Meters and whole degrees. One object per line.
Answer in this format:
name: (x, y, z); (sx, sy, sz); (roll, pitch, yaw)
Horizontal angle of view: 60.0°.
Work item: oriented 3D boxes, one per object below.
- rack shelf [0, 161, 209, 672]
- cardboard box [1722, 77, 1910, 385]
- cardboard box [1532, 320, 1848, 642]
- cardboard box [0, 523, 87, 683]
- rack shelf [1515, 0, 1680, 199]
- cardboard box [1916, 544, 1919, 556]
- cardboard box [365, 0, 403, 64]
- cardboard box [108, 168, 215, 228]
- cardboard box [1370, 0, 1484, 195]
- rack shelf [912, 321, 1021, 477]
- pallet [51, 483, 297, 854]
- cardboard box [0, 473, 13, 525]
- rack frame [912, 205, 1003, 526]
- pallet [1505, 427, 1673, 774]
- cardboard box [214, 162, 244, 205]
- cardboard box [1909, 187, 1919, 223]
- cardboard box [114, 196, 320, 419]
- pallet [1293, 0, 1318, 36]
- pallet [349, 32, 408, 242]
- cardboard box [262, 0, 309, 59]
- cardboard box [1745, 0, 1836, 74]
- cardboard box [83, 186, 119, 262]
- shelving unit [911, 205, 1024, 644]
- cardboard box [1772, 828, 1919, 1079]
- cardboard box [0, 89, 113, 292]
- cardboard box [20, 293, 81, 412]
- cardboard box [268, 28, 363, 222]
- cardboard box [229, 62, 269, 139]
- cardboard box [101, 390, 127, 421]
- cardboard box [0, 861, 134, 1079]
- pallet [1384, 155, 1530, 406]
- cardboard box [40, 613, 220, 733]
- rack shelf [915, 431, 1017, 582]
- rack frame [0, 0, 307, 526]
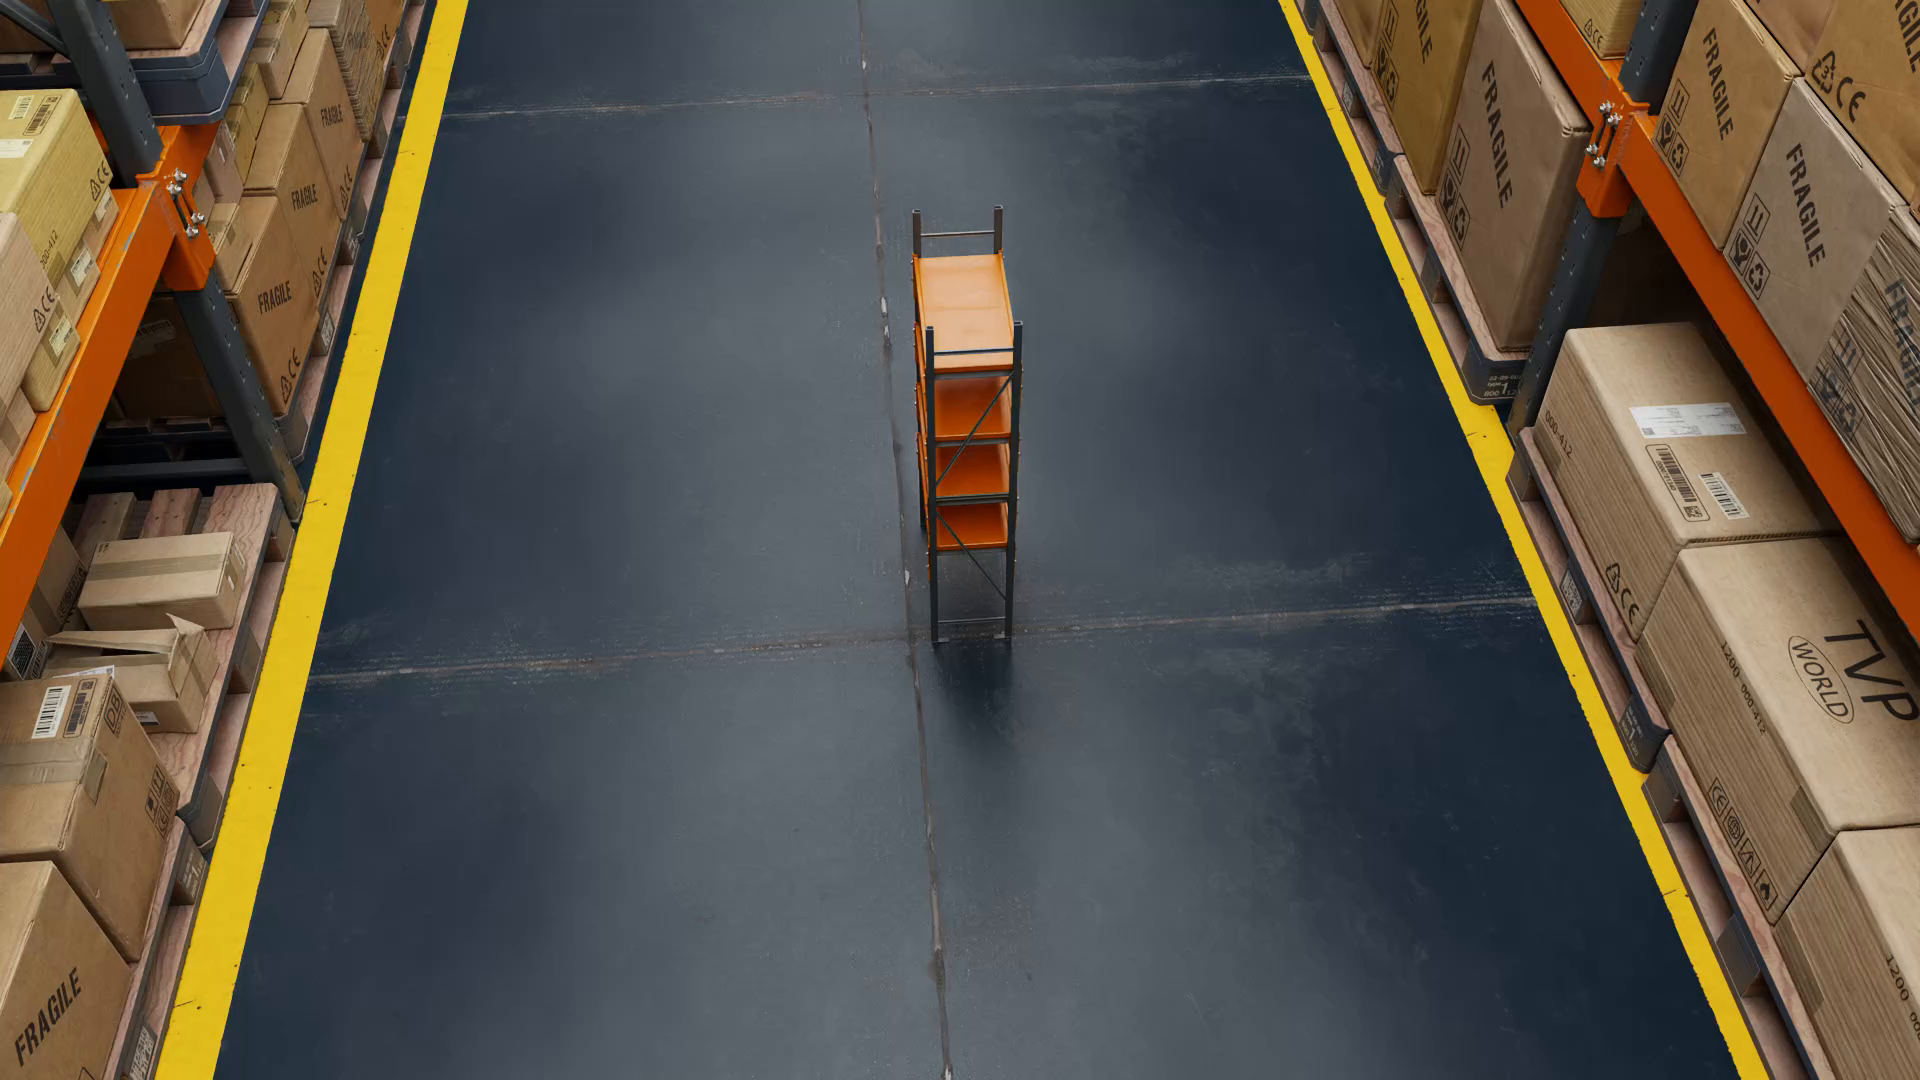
rack shelf: (-2.438, 0.601, 3.111); (1.077, 0.370, 4.000); (-3, 47, -3)
cardboard box: (2.157, -0.713, 3.790); (0.500, 0.500, 0.500); (-3, 47, -3)
cardboard box: (2.286, -0.201, 4.850); (0.875, 0.438, 0.875); (-4, 47, -4)
cardboard box: (-2.786, 0.179, 4.577); (0.500, 0.311, 0.500); (-2, 47, -2)
rack shelf: (2.173, -2.598, 6.140); (1.077, 0.370, 4.000); (-3, 47, -3)
cardboard box: (2.235, 0.020, 3.096); (0.500, 0.500, 0.500); (-2, 47, -2)
cardboard box: (-2.613, -2.239, 6.737); (0.500, 0.500, 0.500); (-2, 47, -2)
cardboard box: (-2.431, -0.976, 4.889); (0.380, 0.149, 0.250); (-4, 47, -4)
cardboard box: (2.125, -1.909, 6.166); (0.875, 0.875, 0.875); (-2, 47, -2)
rack shelf: (0.014, -0.400, 4.587); (0.258, 0.148, 0.480); (-3, 47, -3)
pallet: (-2.549, 0.362, 4.762); (1.003, 0.211, 1.213); (-3, 47, -3)
cardboard box: (-2.194, -0.044, 3.399); (0.380, 0.149, 0.250); (-4, 47, -4)
rack frame: (-0.007, -0.469, 4.868); (0.240, 1.200, 0.015); (-3, 47, -3)
pallet: (2.326, 0.116, 4.995); (1.003, 0.211, 1.213); (-3, 47, -3)
cardboard box: (-2.471, -1.073, 5.186); (0.380, 0.149, 0.250); (-5, 47, -4)
cardboard box: (2.206, -0.680, 3.070); (0.500, 0.500, 0.500); (-3, 47, -3)
cardboard box: (-2.422, -0.742, 5.319); (0.500, 0.500, 0.500); (-2, 47, -2)
pallet: (1.996, -2.758, 7.717); (1.003, 0.211, 1.213); (-3, 47, -3)
pallet: (-2.817, -1.606, 6.626); (1.003, 0.211, 1.213); (-3, 47, -3)
cardboard box: (-2.542, -1.818, 5.892); (0.380, 0.149, 0.250); (-2, 47, -2)
cardboard box: (2.139, -1.417, 3.769); (0.500, 0.500, 0.500); (-3, 47, -3)
cardboard box: (-2.327, -0.792, 4.107); (0.380, 0.149, 0.250); (-3, 47, -3)
shelving unit: (0.014, -0.293, 4.701); (0.258, 1.200, 0.503); (-3, 47, -3)
cardboard box: (2.435, 1.099, 3.618); (0.875, 0.438, 0.875); (-2, 47, -2)
cardboard box: (-2.320, -0.791, 3.832); (0.500, 0.250, 0.500); (-2, 47, -2)
cardboard box: (-2.238, -0.418, 3.753); (0.380, 0.149, 0.250); (-2, 47, -2)
cardboard box: (-2.514, -1.488, 6.026); (0.500, 0.500, 0.500); (-5, 47, -4)
cardboard box: (-2.540, -1.456, 5.548); (0.380, 0.149, 0.250); (-4, 47, -4)
cardboard box: (-2.942, -0.716, 5.294); (0.500, 0.500, 0.500); (-4, 47, -3)
cardboard box: (-2.205, 1.058, 3.615); (0.500, 0.500, 0.500); (-3, 47, -3)
pallet: (2.200, -0.993, 6.045); (1.003, 0.211, 1.213); (-3, 47, -3)
cardboard box: (-2.237, 0.345, 4.451); (0.396, 0.266, 0.258); (-2, 47, -2)
rack shelf: (0.014, -0.110, 4.894); (0.258, 0.148, 0.480); (-3, 47, -3)
rack frame: (-2.606, -1.094, 4.220); (1.000, 3.000, 0.127); (-3, 47, -3)
